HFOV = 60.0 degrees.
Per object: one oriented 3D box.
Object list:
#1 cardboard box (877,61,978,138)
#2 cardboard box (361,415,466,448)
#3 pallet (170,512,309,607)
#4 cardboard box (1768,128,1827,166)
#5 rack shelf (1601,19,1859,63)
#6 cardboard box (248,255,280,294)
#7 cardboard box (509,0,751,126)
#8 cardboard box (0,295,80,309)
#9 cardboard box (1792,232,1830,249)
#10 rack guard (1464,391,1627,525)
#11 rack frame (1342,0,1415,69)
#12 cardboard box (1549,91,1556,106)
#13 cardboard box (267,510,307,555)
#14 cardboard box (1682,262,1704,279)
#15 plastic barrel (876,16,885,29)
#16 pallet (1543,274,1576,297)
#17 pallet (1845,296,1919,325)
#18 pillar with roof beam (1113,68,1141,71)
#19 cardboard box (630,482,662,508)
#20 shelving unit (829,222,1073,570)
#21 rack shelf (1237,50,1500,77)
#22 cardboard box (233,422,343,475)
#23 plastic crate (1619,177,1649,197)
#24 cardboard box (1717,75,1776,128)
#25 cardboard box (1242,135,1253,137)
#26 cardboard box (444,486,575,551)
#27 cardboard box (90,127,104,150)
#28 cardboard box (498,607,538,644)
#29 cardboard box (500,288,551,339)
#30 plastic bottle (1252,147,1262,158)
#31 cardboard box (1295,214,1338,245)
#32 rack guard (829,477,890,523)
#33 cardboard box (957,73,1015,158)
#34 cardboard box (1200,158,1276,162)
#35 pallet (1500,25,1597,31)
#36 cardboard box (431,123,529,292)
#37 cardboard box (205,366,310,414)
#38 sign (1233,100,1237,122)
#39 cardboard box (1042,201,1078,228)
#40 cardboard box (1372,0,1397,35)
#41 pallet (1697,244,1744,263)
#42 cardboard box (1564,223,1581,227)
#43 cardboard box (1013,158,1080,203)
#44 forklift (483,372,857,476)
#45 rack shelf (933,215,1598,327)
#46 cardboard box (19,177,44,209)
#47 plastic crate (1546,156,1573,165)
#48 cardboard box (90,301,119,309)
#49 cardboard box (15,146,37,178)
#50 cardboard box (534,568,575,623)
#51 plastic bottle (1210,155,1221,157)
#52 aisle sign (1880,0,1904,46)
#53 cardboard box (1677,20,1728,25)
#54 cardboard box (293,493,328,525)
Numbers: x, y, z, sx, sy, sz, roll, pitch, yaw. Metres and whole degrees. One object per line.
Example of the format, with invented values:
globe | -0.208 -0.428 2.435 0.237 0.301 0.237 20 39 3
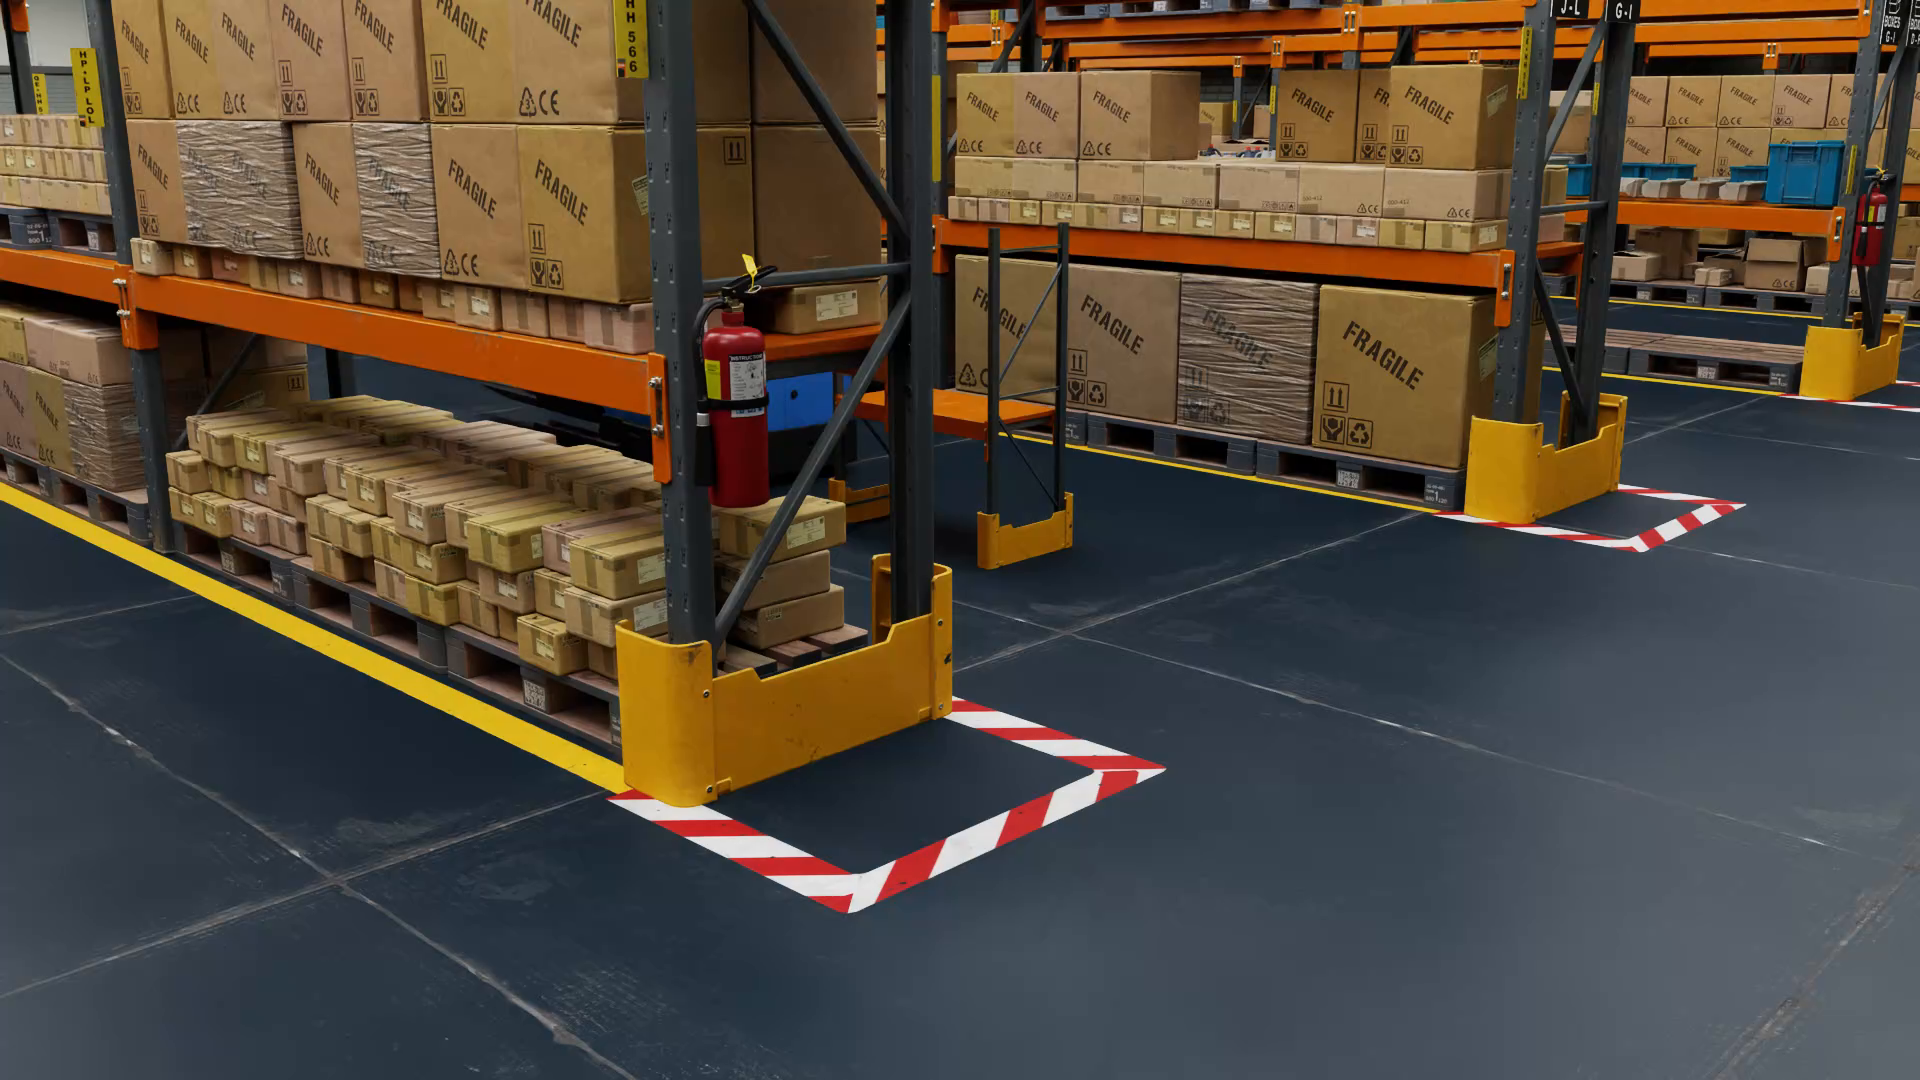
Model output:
cardboard box | -0.304 -3.005 11.326 0.637 0.503 0.797 13 19 41
cardboard box | -2.389 -0.435 7.294 0.380 0.149 0.250 -14 20 -42
pallet | -2.846 -0.017 7.580 1.213 0.211 1.003 14 20 42
cardboard box | 8.315 -3.802 16.376 0.500 0.500 0.500 13 20 41
rack shelf | 8.480 -4.911 16.310 4.000 0.370 1.077 14 20 42
cardboard box | -2.584 -1.074 6.603 0.380 0.149 0.250 -14 20 -43
cardboard box | -0.976 -1.489 4.926 0.500 0.500 0.500 13 20 41
cardboard box | -5.193 -1.192 9.196 0.500 0.250 0.500 14 20 43
cardboard box | 10.943 -3.902 21.083 0.500 0.500 0.700 14 20 43
rack guard | 3.058 -0.447 8.655 0.348 0.500 1.175 14 20 42
rack frame | 3.599 -3.259 14.493 0.127 3.000 1.000 14 20 42
cardboard box | 8.132 -6.102 23.089 0.500 0.250 0.500 13 20 41
cardboard box | -2.691 -0.063 7.048 0.250 0.149 0.380 13 20 41
cardboard box | 7.959 -2.888 17.850 0.250 0.149 0.380 14 20 42
plastic barrel | -0.701 -6.075 18.356 0.708 0.901 0.600 14 20 42
pallet | 6.428 -2.944 18.812 1.213 0.211 1.003 14 20 42
pallet | 9.290 -2.261 16.192 1.213 0.211 1.003 14 20 42
pillar with roof beam | -0.046 -9.314 25.831 0.400 9.000 9.100 14 20 42
cardboard box | -0.990 -0.136 6.148 0.250 0.149 0.380 14 20 42
shelving unit | -0.055 -0.739 7.794 1.083 1.500 0.587 14 20 42
rack shelf | 6.157 -7.211 25.137 4.000 0.370 1.077 14 20 42
cardboard box | -2.876 -0.397 7.149 0.250 0.149 0.380 13 20 41
plastic crate | 5.124 -2.717 12.814 0.250 0.136 0.298 14 20 42
cardboard box | 7.926 -4.376 16.598 0.500 0.500 0.500 13 19 41
cardboard box | 4.527 -6.516 27.249 0.500 0.250 0.500 14 20 43
cardboard box | -1.589 -0.070 5.891 0.250 0.149 0.380 13 19 40
cardboard box | -3.778 -1.882 7.692 0.380 0.149 0.250 -13 20 -42
cardboard box | -1.384 0.256 5.823 0.250 0.149 0.380 14 20 42
cardboard box | -1.249 -0.754 5.373 0.250 0.149 0.380 13 20 42
plastic bottle | 2.678 -3.396 15.113 0.185 0.351 0.144 14 20 42
cardboard box | 2.008 -1.675 8.909 0.250 0.149 0.380 14 20 43
rack guard | -0.413 -0.221 8.286 0.087 0.250 0.587 14 20 42
cardboard box | 0.329 -2.665 10.429 0.500 0.500 0.500 14 20 42
cardboard box | 1.766 -2.134 9.879 0.500 0.250 0.500 13 20 41
pallet | 6.619 -5.645 18.073 1.003 0.211 1.213 14 20 42
cardboard box | -1.344 -1.093 5.390 0.500 0.500 0.500 13 20 41
cardboard box | -3.702 -0.649 8.598 0.500 0.500 0.500 -14 20 -42
sign | 4.346 -6.777 26.275 0.005 0.325 0.100 14 20 42
cardboard box | 0.713 -1.989 10.115 0.250 0.149 0.380 13 19 41
cardboard box | 5.240 -6.107 19.275 0.500 0.500 0.910 14 20 42
pallet | 9.868 -3.830 22.211 1.213 0.211 1.003 14 20 42
cardboard box | 6.861 -3.290 18.695 0.500 0.500 0.500 13 19 40
cardboard box | 0.673 -2.214 10.188 0.500 0.250 0.500 14 20 42
forklift | -1.922 -2.003 9.805 1.130 2.935 3.031 -12 19 -39
rack shelf | 1.601 -1.662 9.790 4.000 0.370 1.077 14 20 42
cardboard box | -4.527 -1.774 8.457 0.250 0.149 0.380 13 19 40
plastic crate | 4.571 -2.931 13.346 0.530 0.282 0.437 14 20 42
cardboard box | -4.452 -1.194 9.205 0.500 0.250 0.500 -14 20 -42
cardboard box | -4.531 -1.920 8.427 0.250 0.149 0.380 12 19 39
cardboard box | -1.203 0.158 5.606 0.250 0.149 0.380 13 19 41
plastic bottle | 2.368 -3.386 15.222 0.135 0.276 0.152 14 20 42
aisle sign | 6.327 -3.752 11.226 0.004 0.787 0.394 14 20 42
cardboard box | 7.576 -5.319 16.744 0.500 0.250 0.500 14 20 42
cardboard box | -2.496 -0.160 6.827 0.380 0.149 0.250 -13 20 -42
